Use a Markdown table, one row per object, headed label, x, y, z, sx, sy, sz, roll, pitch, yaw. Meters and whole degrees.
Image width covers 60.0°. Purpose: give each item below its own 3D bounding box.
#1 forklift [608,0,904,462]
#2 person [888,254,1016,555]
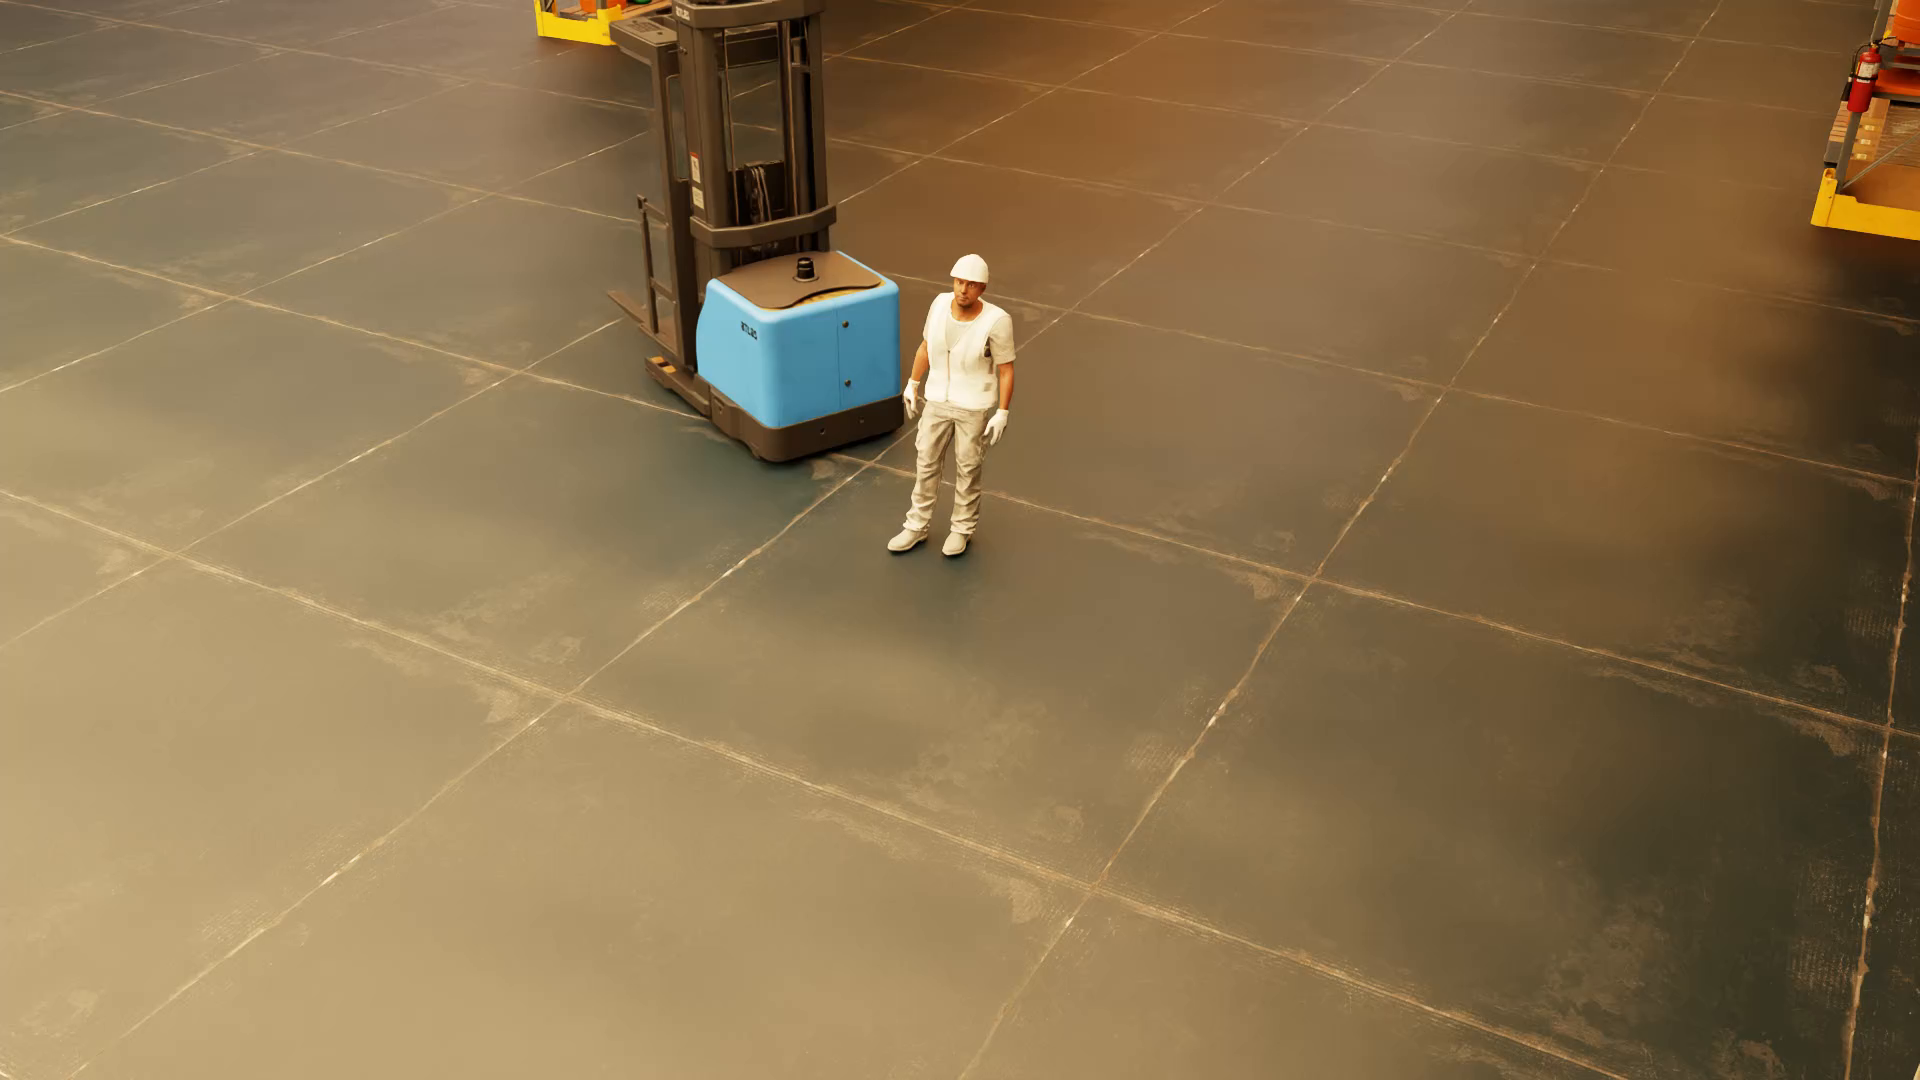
| label | x | y | z | sx | sy | sz | roll | pitch | yaw |
| --- | --- | --- | --- | --- | --- | --- | --- | --- | --- |
| forklift | -1.613 | -2.464 | 11.340 | 1.130 | 2.935 | 3.031 | -19 | 35 | -29 |
| person | -0.042 | -0.749 | 9.502 | 0.657 | 1.785 | 0.575 | 15 | 33 | 25 |
